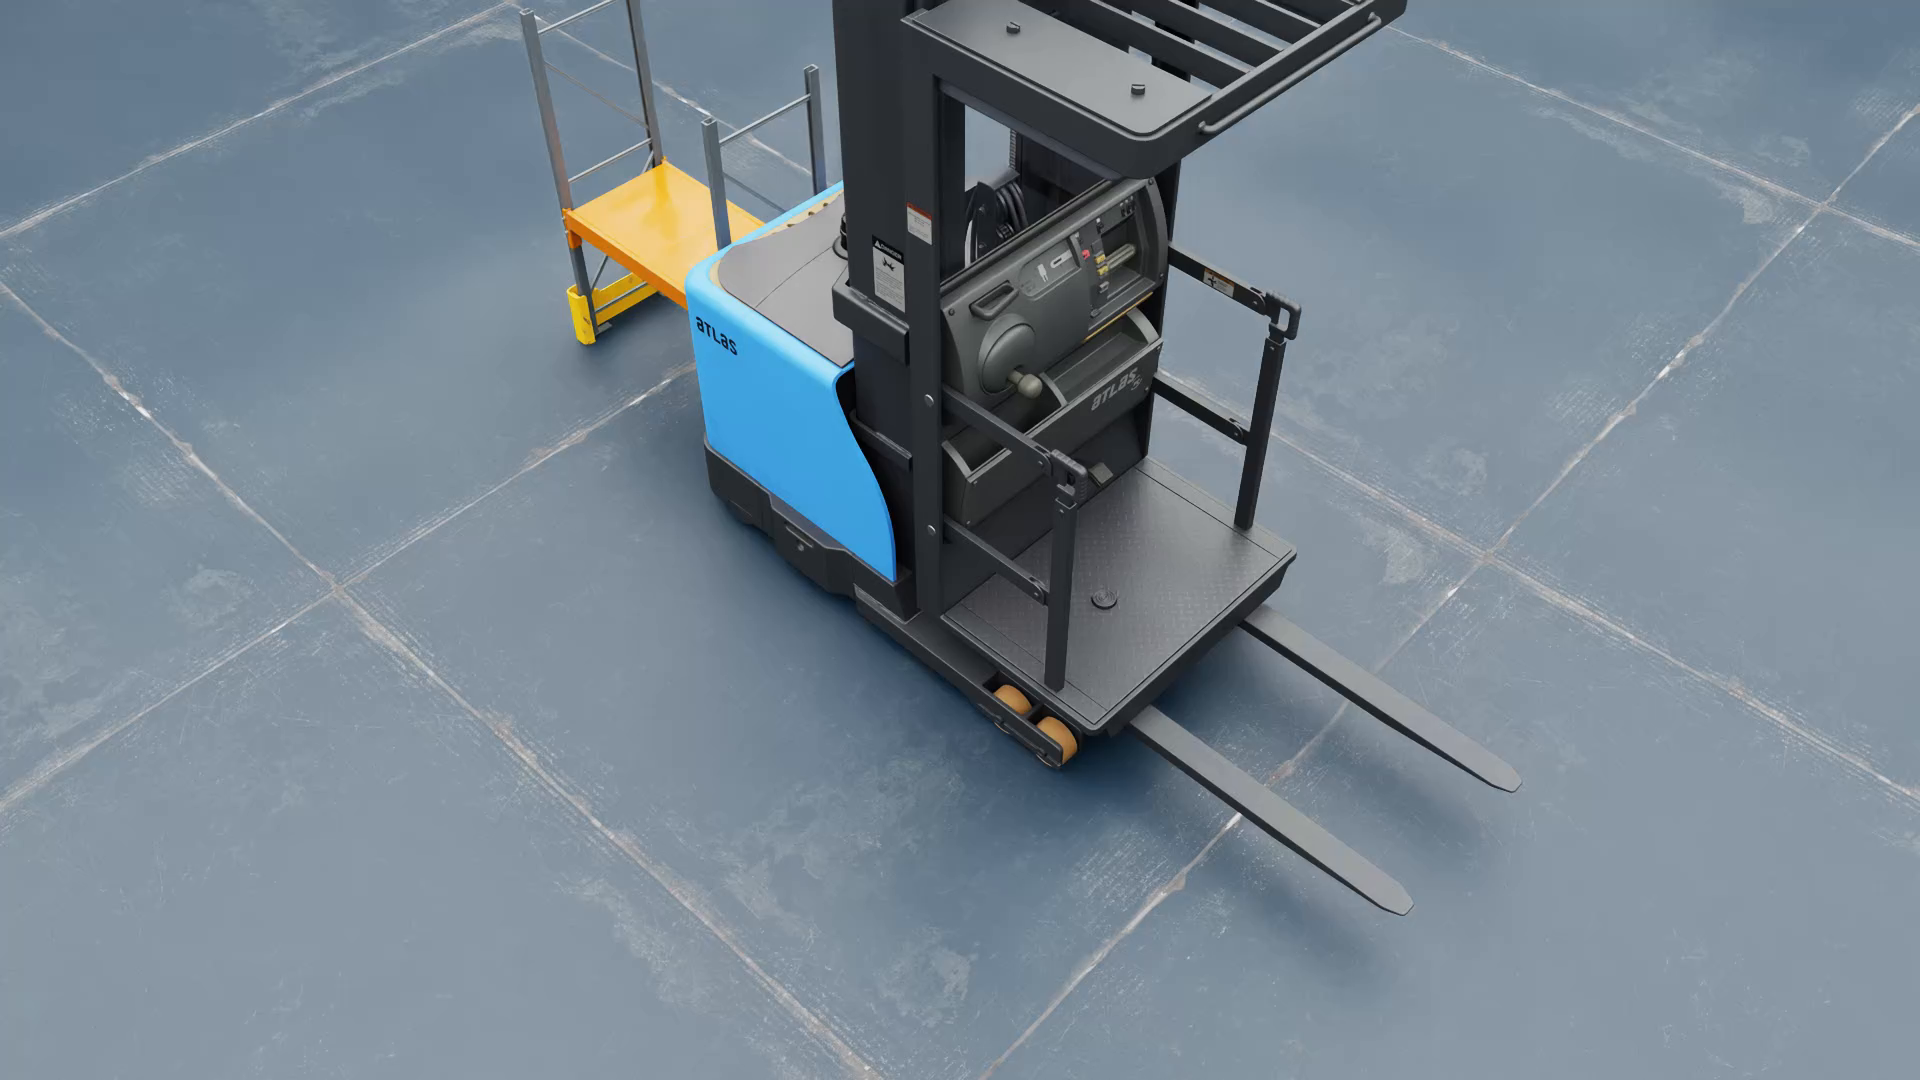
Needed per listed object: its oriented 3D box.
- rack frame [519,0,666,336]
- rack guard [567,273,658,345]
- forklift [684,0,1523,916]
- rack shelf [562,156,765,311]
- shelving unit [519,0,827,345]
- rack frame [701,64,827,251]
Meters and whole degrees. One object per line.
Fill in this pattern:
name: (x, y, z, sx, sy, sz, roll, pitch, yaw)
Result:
rack frame: (-1.400, -1.506, 6.635, 0.032, 1.500, 0.500, 35, 56, 28)
rack guard: (-1.399, -1.077, 7.090, 0.087, 0.250, 0.587, 35, 56, 28)
forklift: (0.453, -0.684, 4.881, 3.031, 2.935, 1.130, 35, 56, 28)
rack shelf: (-1.036, -1.125, 6.524, 1.000, 0.185, 0.538, 35, 56, 28)
shelving unit: (-1.042, -1.252, 6.397, 1.083, 1.500, 0.587, 35, 56, 28)
rack frame: (-0.671, -0.989, 6.150, 0.032, 1.500, 0.500, 35, 56, 28)
